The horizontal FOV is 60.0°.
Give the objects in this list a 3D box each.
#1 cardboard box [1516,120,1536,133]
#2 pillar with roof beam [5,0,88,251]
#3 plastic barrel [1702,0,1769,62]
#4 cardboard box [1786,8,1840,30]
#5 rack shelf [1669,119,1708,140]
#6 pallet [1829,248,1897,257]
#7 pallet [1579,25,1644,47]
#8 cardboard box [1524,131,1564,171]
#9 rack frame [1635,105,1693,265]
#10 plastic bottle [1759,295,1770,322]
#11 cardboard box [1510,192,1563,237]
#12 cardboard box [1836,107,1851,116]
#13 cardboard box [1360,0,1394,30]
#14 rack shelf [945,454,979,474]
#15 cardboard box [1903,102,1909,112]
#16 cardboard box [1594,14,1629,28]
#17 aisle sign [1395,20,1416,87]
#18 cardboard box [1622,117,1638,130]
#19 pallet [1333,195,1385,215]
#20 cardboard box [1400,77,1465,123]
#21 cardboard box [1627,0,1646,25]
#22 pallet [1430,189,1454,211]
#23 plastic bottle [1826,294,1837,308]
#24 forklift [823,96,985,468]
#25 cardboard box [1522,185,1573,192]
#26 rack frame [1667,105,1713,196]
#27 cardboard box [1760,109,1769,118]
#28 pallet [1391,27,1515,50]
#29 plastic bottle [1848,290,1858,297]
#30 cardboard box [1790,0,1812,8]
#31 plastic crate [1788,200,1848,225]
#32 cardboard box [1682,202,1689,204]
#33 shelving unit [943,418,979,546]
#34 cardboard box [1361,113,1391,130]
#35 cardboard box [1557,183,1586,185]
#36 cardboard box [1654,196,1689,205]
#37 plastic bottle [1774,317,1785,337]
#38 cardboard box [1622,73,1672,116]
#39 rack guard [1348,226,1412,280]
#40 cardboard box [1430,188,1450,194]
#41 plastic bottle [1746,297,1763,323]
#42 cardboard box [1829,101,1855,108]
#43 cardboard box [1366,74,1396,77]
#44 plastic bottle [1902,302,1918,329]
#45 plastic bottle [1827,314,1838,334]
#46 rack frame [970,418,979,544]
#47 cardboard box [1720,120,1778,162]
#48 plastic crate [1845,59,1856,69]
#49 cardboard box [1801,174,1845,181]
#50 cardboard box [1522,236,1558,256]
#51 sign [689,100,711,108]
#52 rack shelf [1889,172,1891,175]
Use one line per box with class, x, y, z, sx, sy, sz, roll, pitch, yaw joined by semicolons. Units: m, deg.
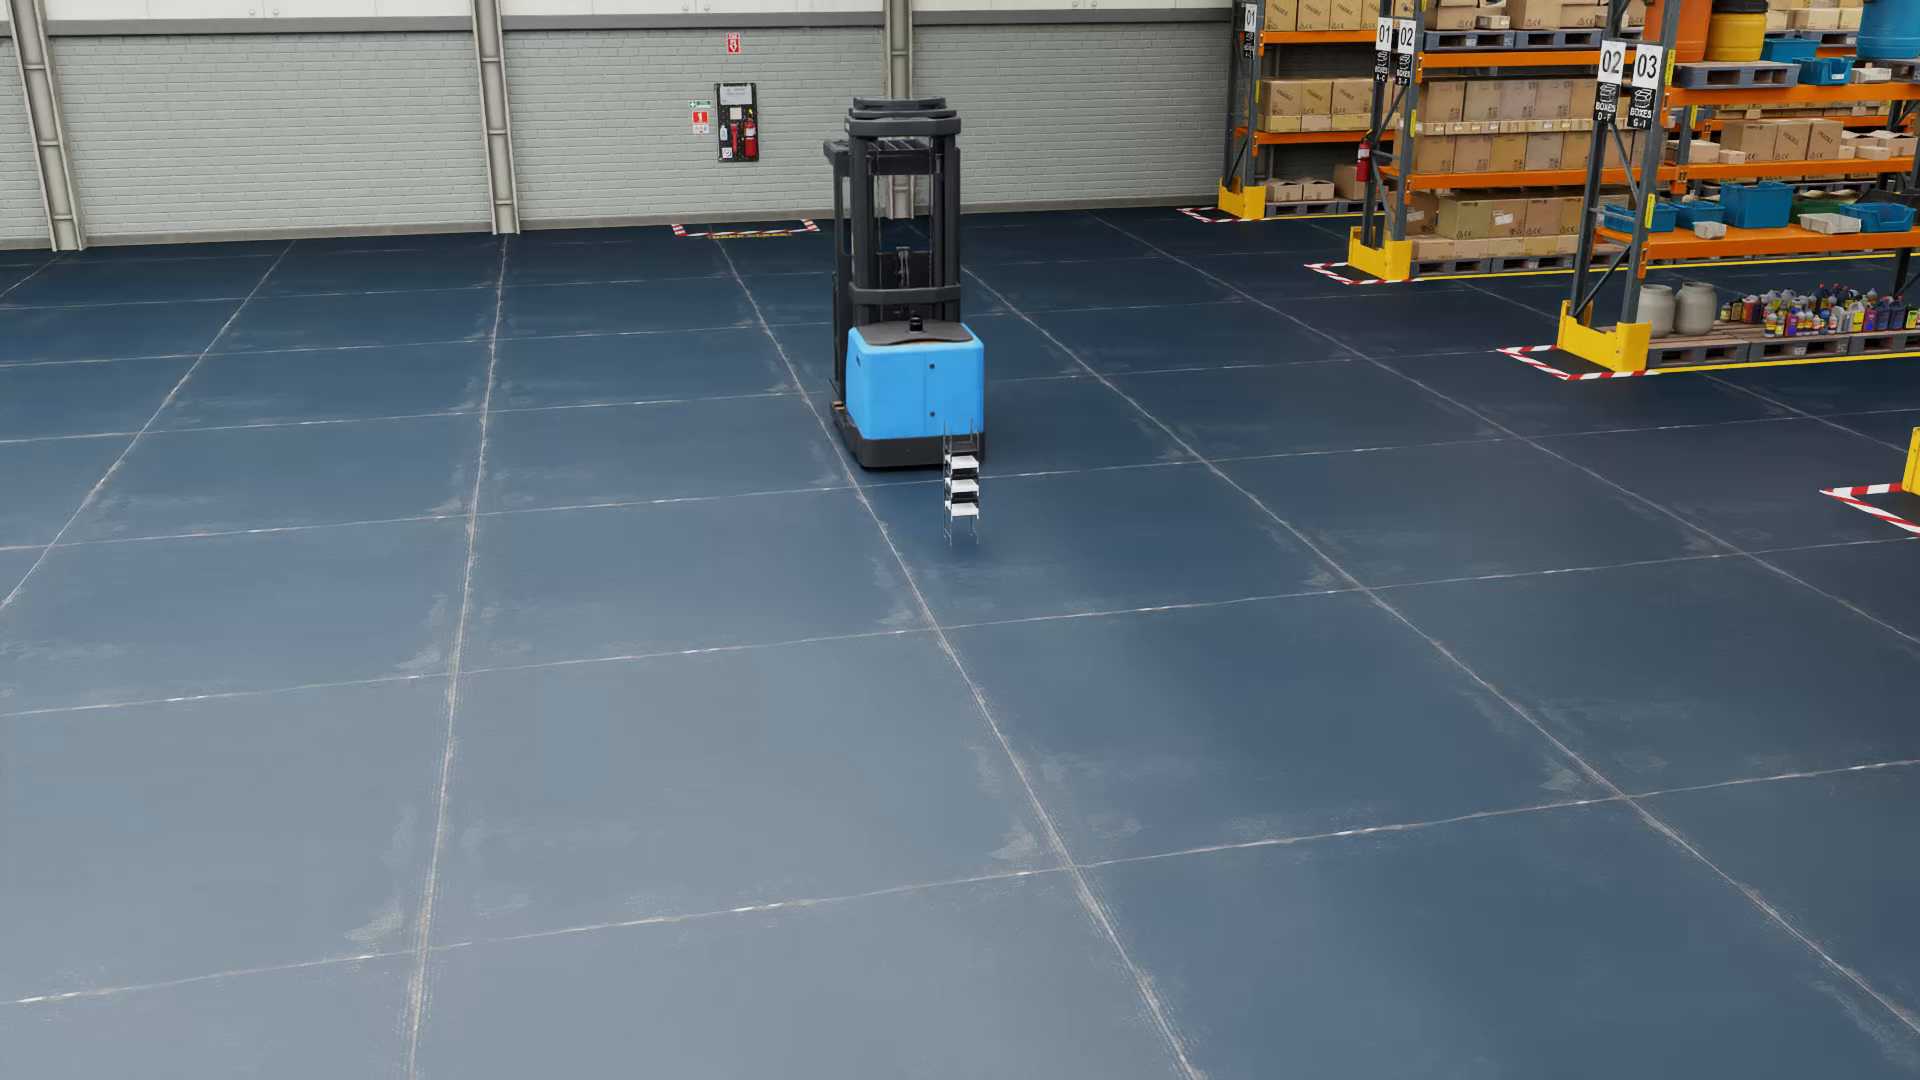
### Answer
cardboard box;7.238;-5.377;21.544;0.250;0.149;0.380;-5;21;-13
pillar with roof beam;-11.634;-6.918;18.118;0.400;9.000;9.100;-5;21;-12
plastic barrel;7.770;-5.133;16.720;0.600;0.588;0.600;0;20;0
cardboard box;11.322;-6.947;22.164;0.500;0.250;0.500;-6;21;-17
rack shelf;10.250;-6.759;27.451;4.000;0.370;1.077;-5;21;-12
pallet;12.529;-4.236;23.571;1.213;0.211;1.003;-5;21;-12
pallet;8.623;-6.571;21.661;1.213;0.211;1.003;-5;21;-12
cardboard box;7.517;-5.167;21.914;0.500;0.500;0.700;-4;21;-11
rack frame;9.447;-5.281;22.369;0.127;3.000;1.000;-5;21;-12
plastic bottle;8.763;-2.547;18.228;0.135;0.276;0.152;-5;21;-14
cardboard box;7.588;-4.308;22.011;0.500;0.500;0.500;-5;21;-12
cardboard box;14.825;-7.271;28.138;0.250;0.149;0.380;-5;21;-12
cardboard box;6.345;-8.152;25.673;0.500;0.500;0.500;-3;20;-9
rack shelf;0.008;-0.561;12.111;0.200;0.077;0.258;-5;21;-12
cardboard box;16.620;-7.750;28.674;0.700;0.700;0.980;-4;21;-12
cardboard box;8.336;-6.647;21.290;0.250;0.149;0.380;-5;21;-12
aisle sign;5.561;-6.077;20.764;0.004;0.787;0.394;-5;21;-12
cardboard box;8.736;-5.498;21.876;0.250;0.149;0.380;-5;21;-14
pallet;6.468;-5.466;26.930;1.213;0.211;1.003;-5;21;-12
cardboard box;6.063;-5.657;21.365;0.500;0.500;0.700;-5;21;-12
cardboard box;8.896;-7.047;21.872;0.500;0.500;0.500;-3;20;-8
pallet;7.658;-5.564;27.197;1.213;0.211;1.003;-5;21;-12
plastic bottle;9.589;-2.571;18.299;0.097;0.271;0.097;0;20;0
forklift;-0.589;-2.445;14.729;1.130;2.935;3.031;-4;21;-11
cardboard box;7.950;-4.528;22.611;0.500;0.500;0.500;-5;21;-12
rack frame;12.196;-7.255;27.759;0.127;3.000;1.000;-5;21;-12
cardboard box;13.311;-7.166;27.852;0.250;0.149;0.380;-5;21;-13
pallet;6.248;-6.378;21.133;1.213;0.211;1.003;-5;21;-12
plastic bottle;9.864;-2.637;18.472;0.135;0.276;0.152;-4;20;-11
cardboard box;13.700;-9.074;27.578;0.500;0.500;0.700;-4;20;-10
plastic crate;9.197;-3.510;17.843;0.662;0.188;0.450;-5;21;-12
cardboard box;9.906;-4.399;22.535;0.500;0.311;0.500;-5;21;-12
shelving unit;0.008;-0.423;12.162;0.210;0.900;0.258;-5;21;-12
cardboard box;6.450;-6.617;26.206;0.500;0.250;0.500;-4;21;-12
cardboard box;10.013;-6.120;27.654;0.500;0.500;0.700;-4;21;-12
cardboard box;9.775;-4.578;23.023;0.500;0.311;0.500;-5;21;-12
plastic bottle;8.627;-2.246;17.513;0.097;0.201;0.097;0;20;0
cardboard box;9.016;-5.900;22.027;0.500;0.500;0.700;-5;21;-12
rack guard;5.531;-3.788;21.930;0.348;0.500;1.175;-5;21;-12
cardboard box;7.790;-5.762;27.164;0.250;0.166;0.380;-7;21;-20
plastic bottle;8.653;-2.504;18.099;0.133;0.283;0.061;-5;21;-12
cardboard box;14.712;-7.566;28.002;0.500;0.500;0.500;-5;21;-12
cardboard box;6.807;-7.185;26.667;0.500;0.500;0.500;-4;21;-11
plastic bottle;10.191;-2.405;17.828;0.133;0.283;0.061;-4;20;-10
plastic bottle;9.254;-2.297;17.652;0.097;0.201;0.097;0;20;0
rack frame;0.107;-0.431;12.184;0.006;0.900;0.240;-5;21;-12
cardboard box;10.711;-5.425;22.617;0.500;0.500;0.500;-3;20;-9
plastic crate;8.985;-4.898;17.271;0.450;0.188;0.336;-5;21;-12
cardboard box;14.622;-6.593;28.467;0.750;0.750;0.750;-4;20;-11
cardboard box;7.587;-3.956;22.141;0.500;0.250;0.500;-5;21;-12
sign;-3.915;-6.563;25.047;0.331;0.109;0.001;-5;21;-12
rack shelf;15.286;-5.418;23.790;4.000;0.370;1.077;-5;21;-12
